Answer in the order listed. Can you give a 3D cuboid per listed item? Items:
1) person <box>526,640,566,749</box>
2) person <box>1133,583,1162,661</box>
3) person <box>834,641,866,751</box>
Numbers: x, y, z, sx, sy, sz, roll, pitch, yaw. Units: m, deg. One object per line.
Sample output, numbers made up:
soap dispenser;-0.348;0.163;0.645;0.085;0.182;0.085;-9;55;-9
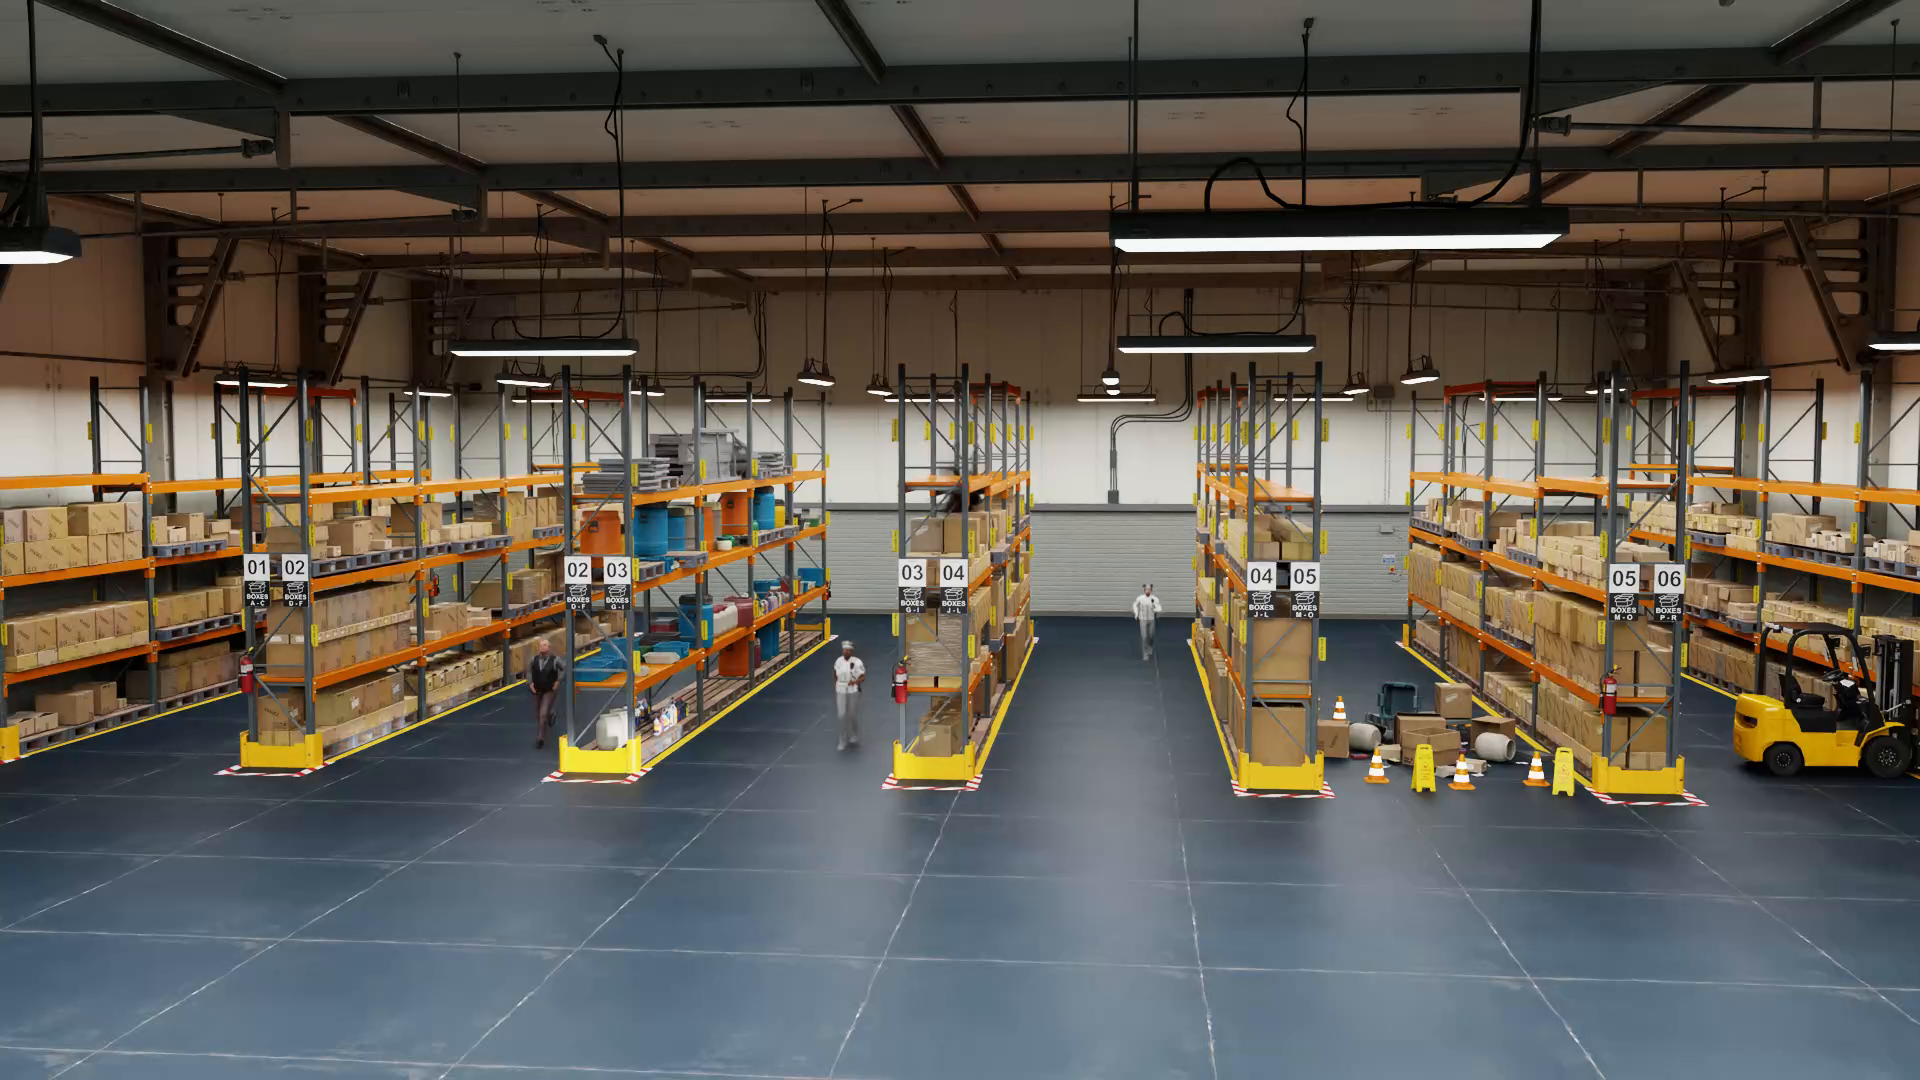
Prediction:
person;-6.682;2.460;26.818;0.643;1.710;0.995;1;4;12
person;4.147;1.779;36.759;0.615;1.674;0.938;0;4;3
person;-1.764;2.459;26.534;0.570;1.741;0.817;0;4;6
